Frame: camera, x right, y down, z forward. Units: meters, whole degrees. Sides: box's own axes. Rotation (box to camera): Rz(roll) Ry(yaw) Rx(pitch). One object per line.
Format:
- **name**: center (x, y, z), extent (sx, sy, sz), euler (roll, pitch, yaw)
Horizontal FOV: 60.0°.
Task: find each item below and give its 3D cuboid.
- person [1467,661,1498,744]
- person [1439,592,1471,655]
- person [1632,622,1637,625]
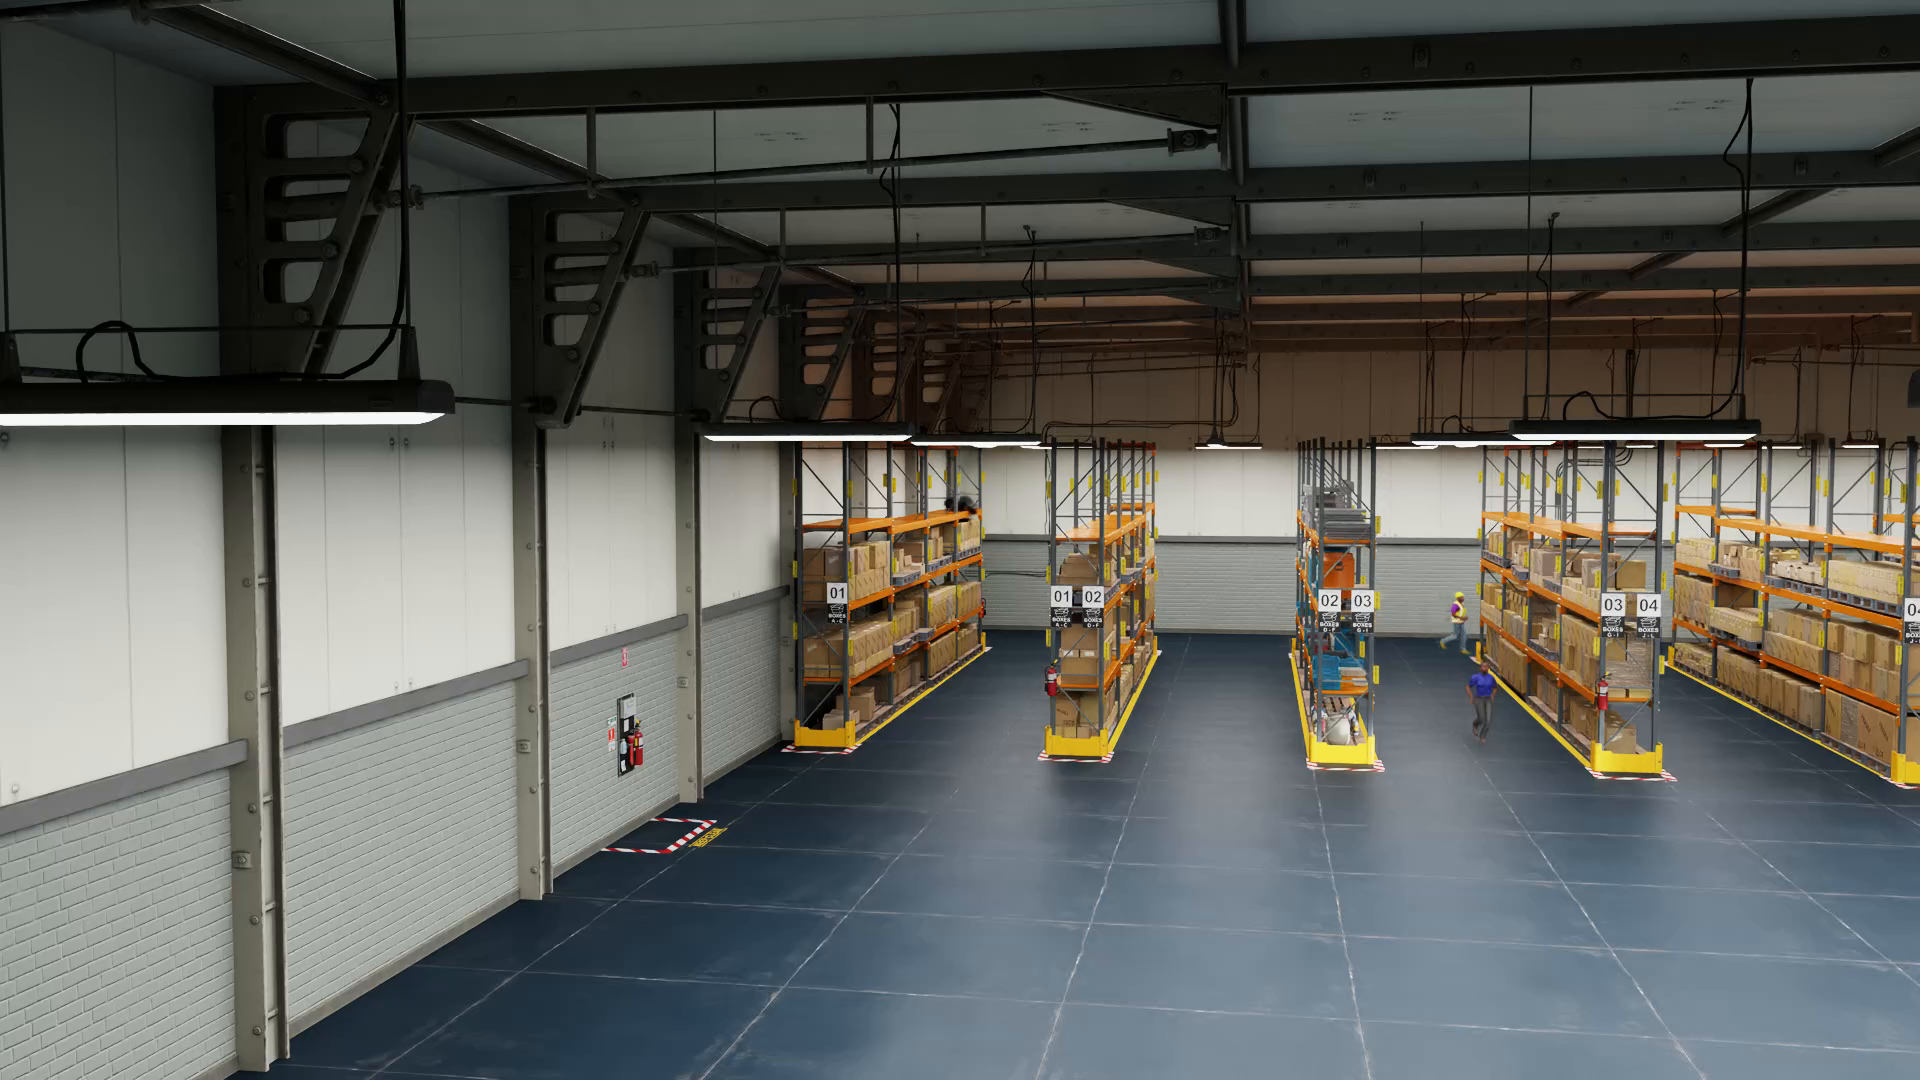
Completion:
- **person**: center (10.302, 3.201, 32.728), extent (0.586, 1.624, 0.556), euler (0, 3, 0)
- **person**: center (14.119, 2.360, 47.261), extent (0.870, 1.761, 0.708), euler (2, 4, 36)
- **person**: center (18.320, 2.569, 45.010), extent (0.673, 1.550, 0.918), euler (2, 4, 37)
